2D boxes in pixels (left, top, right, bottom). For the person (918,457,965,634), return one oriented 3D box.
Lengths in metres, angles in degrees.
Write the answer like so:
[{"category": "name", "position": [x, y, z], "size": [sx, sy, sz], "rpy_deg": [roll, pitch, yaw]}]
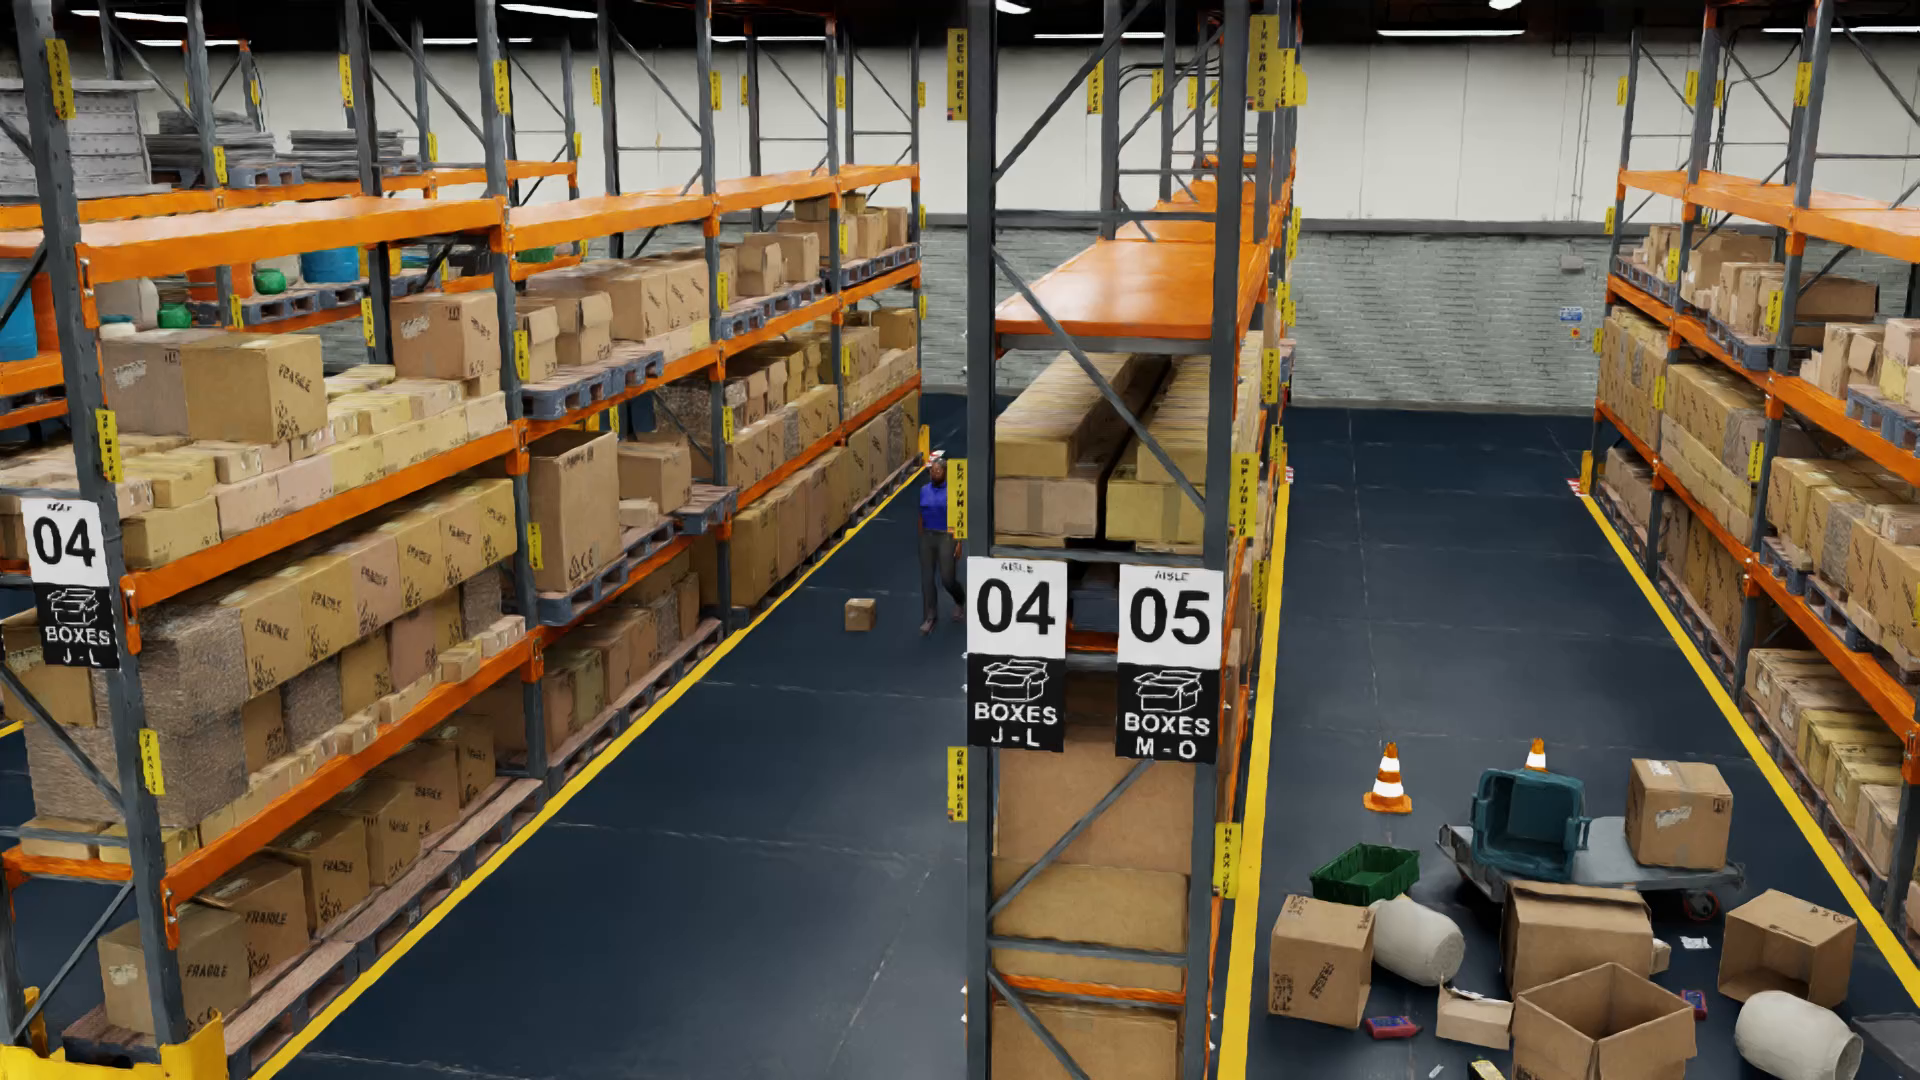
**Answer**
[{"category": "person", "position": [-0.196, 0.031, 15.908], "size": [0.482, 1.654, 0.649], "rpy_deg": [6, 16, 21]}]
